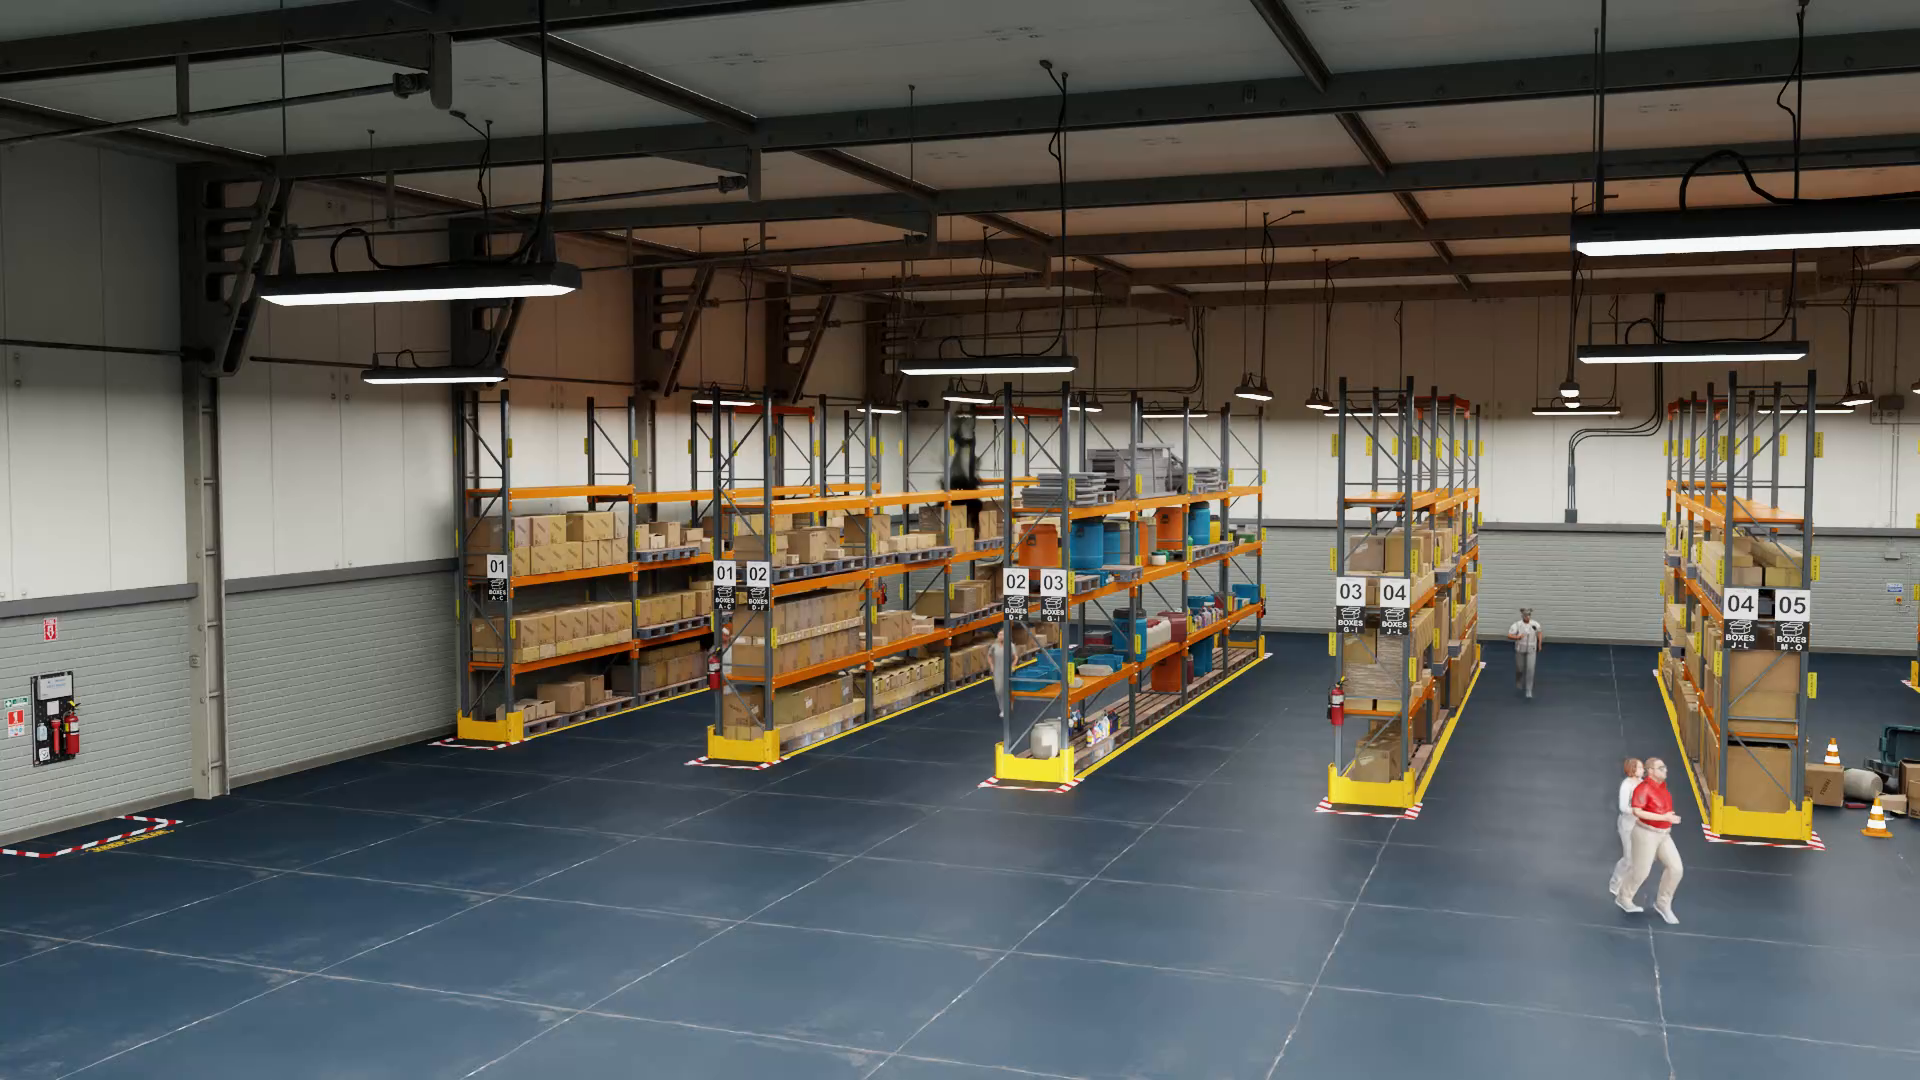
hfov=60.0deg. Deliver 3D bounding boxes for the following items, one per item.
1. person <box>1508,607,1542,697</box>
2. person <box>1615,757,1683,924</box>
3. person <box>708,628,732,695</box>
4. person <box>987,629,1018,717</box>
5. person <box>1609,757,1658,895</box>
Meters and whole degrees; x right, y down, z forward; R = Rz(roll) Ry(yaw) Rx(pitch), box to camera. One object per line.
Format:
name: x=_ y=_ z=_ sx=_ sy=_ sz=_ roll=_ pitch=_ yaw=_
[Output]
person: x=11.449 y=2.237 z=33.680 sx=0.683 sy=1.774 sz=0.950 roll=1 pitch=3 yaw=13
person: x=7.324 y=3.192 z=17.616 sx=0.641 sy=1.794 sz=0.781 roll=-2 pitch=4 yaw=-32
person: x=-4.192 y=2.443 z=29.481 sx=0.658 sy=1.757 sz=1.023 roll=1 pitch=3 yaw=14
person: x=0.780 y=2.477 z=31.077 sx=0.569 sy=1.634 sz=0.560 roll=1 pitch=3 yaw=13
person: x=7.472 y=3.188 z=18.373 sx=0.559 sy=1.578 sz=0.607 roll=-2 pitch=4 yaw=-36
